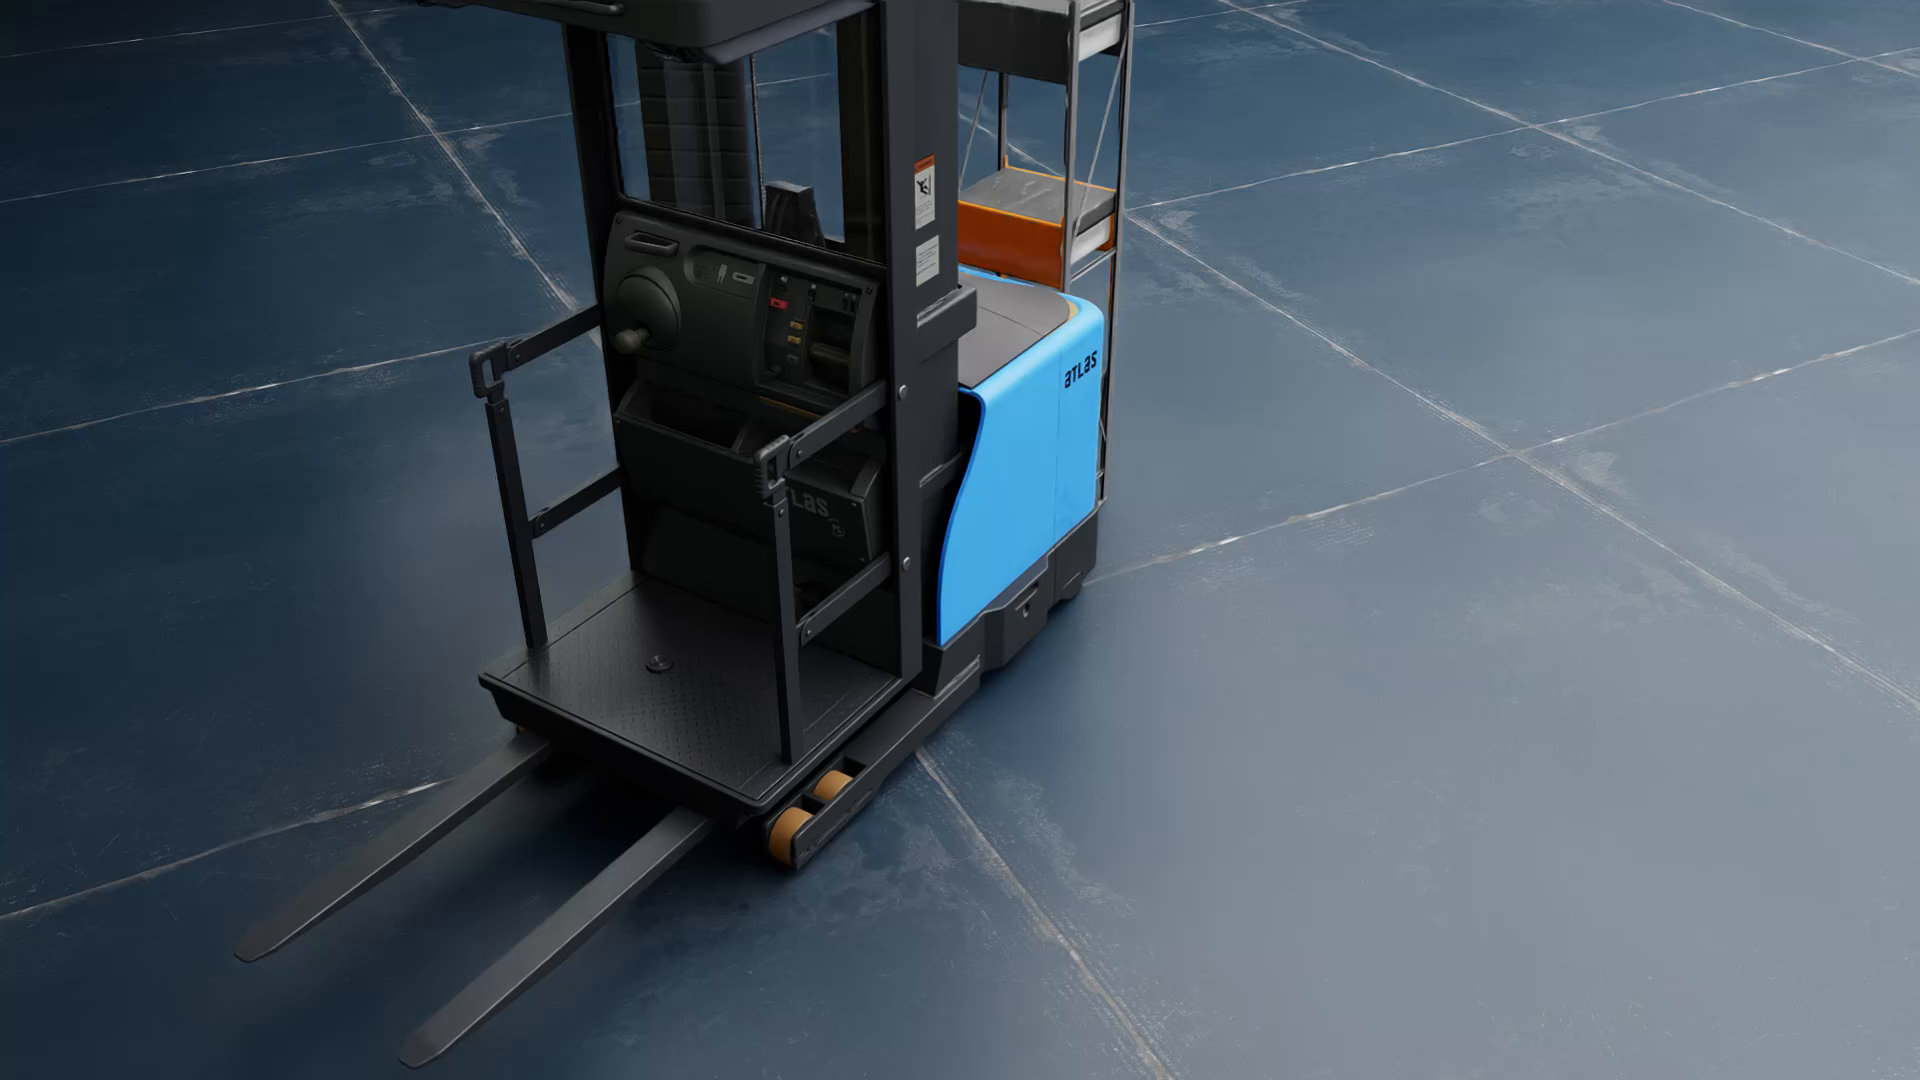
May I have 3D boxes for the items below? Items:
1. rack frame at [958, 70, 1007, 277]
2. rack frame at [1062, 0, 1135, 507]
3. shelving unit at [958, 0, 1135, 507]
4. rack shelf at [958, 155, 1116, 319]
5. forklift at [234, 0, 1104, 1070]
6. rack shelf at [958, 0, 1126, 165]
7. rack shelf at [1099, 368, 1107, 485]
[{"bbox_3d":[0.051,-1.096,6.014,0.015,2.100,0.400,19,37,27],"label":"rack frame"},{"bbox_3d":[0.460,-0.952,5.789,0.015,2.100,0.400,19,37,27],"label":"rack frame"},{"bbox_3d":[0.255,-1.024,5.901,0.503,2.100,0.431,19,37,27],"label":"shelving unit"},{"bbox_3d":[0.255,-1.012,5.909,0.480,0.518,0.431,19,37,27],"label":"rack shelf"},{"bbox_3d":[-0.735,-0.588,4.450,1.130,2.935,3.031,19,37,27],"label":"forklift"},{"bbox_3d":[0.256,-1.602,5.531,0.480,0.518,0.431,19,37,27],"label":"rack shelf"},{"bbox_3d":[0.255,-0.423,6.286,0.480,0.518,0.431,19,37,27],"label":"rack shelf"}]
